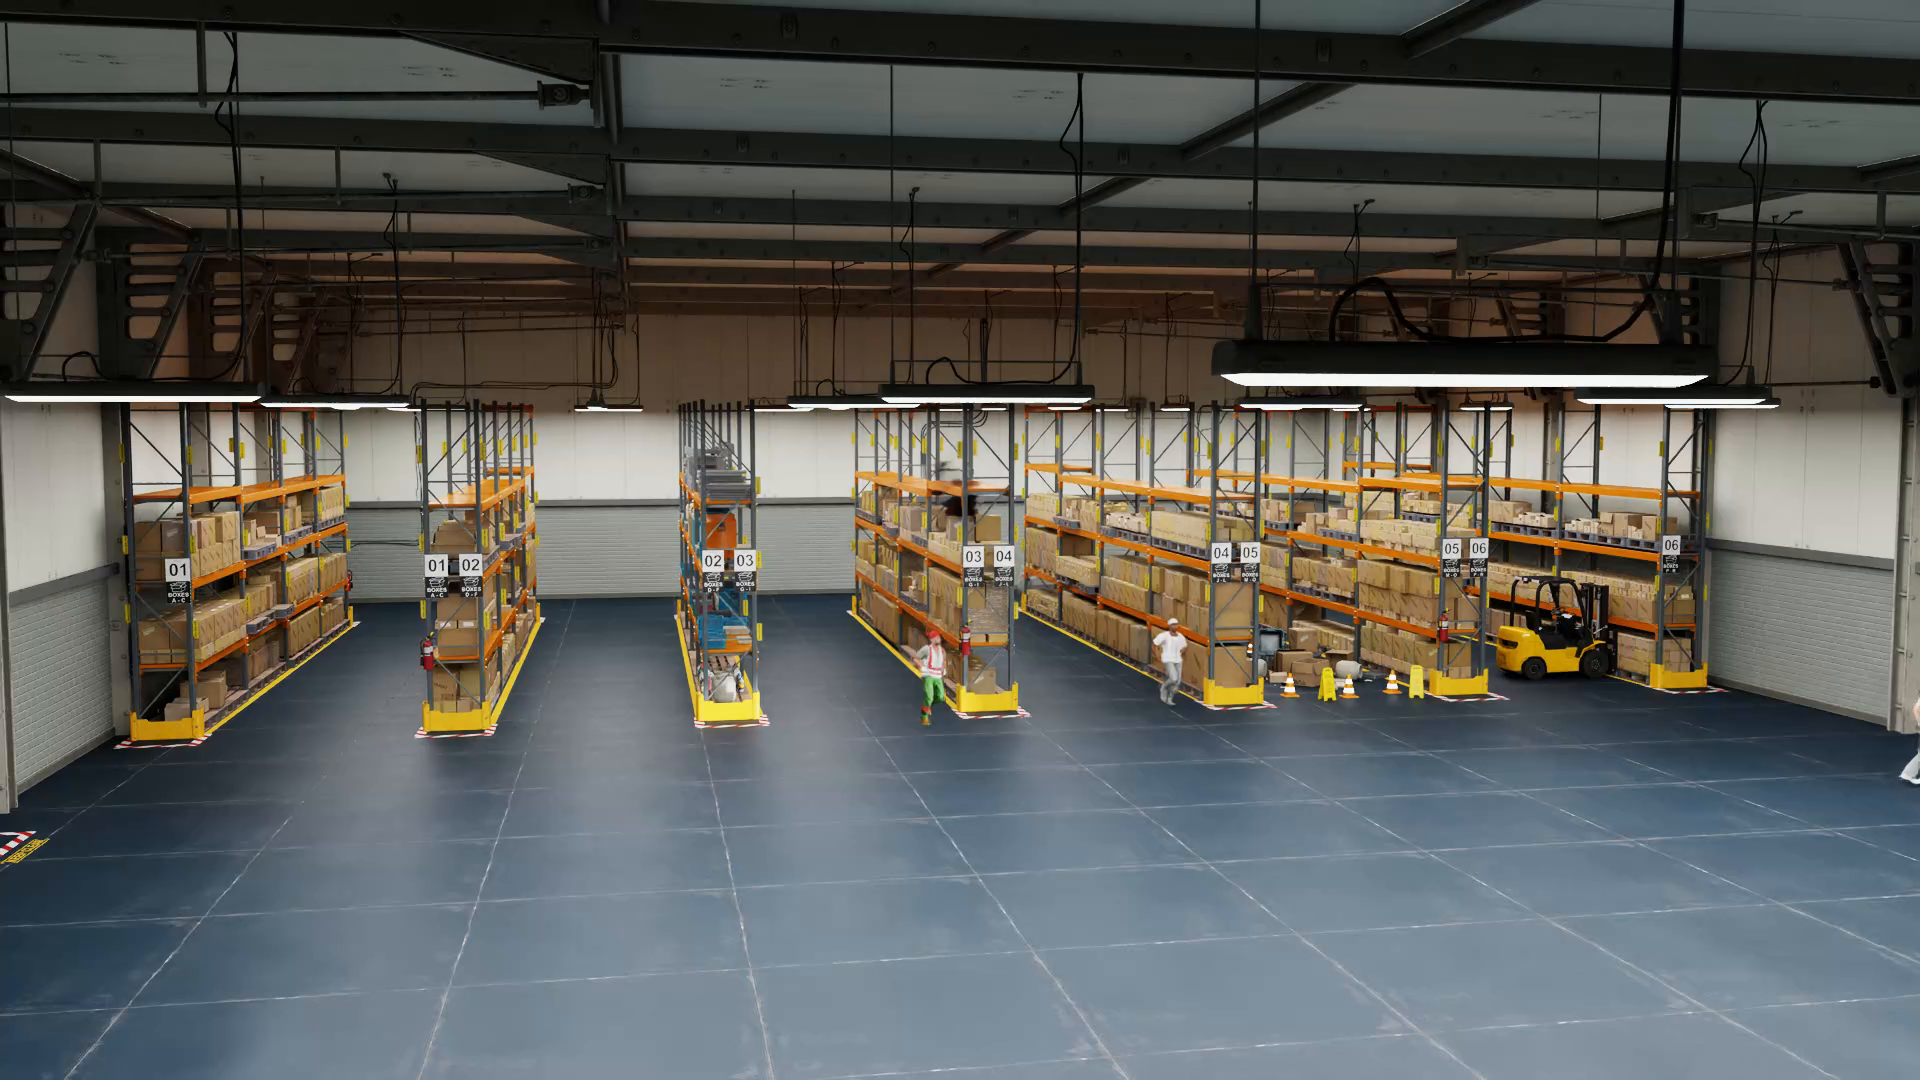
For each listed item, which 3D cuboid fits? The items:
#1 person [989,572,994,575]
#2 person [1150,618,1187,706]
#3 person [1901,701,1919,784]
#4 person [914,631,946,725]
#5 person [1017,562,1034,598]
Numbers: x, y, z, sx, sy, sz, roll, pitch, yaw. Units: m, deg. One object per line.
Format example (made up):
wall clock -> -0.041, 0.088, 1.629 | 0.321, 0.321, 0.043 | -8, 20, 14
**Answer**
person -> 0.742, 1.256, 48.512 | 0.623, 1.651, 0.740 | 3, 6, 39
person -> 4.185, 2.400, 32.711 | 0.696, 1.715, 0.607 | -2, 5, -28
person -> 14.826, 2.980, 25.408 | 0.764, 1.724, 0.553 | 4, 6, 40
person -> -0.533, 2.541, 31.015 | 0.671, 1.708, 0.605 | -3, 5, -33
person -> 1.969, 1.115, 49.971 | 0.481, 1.680, 0.850 | -1, 4, -10
